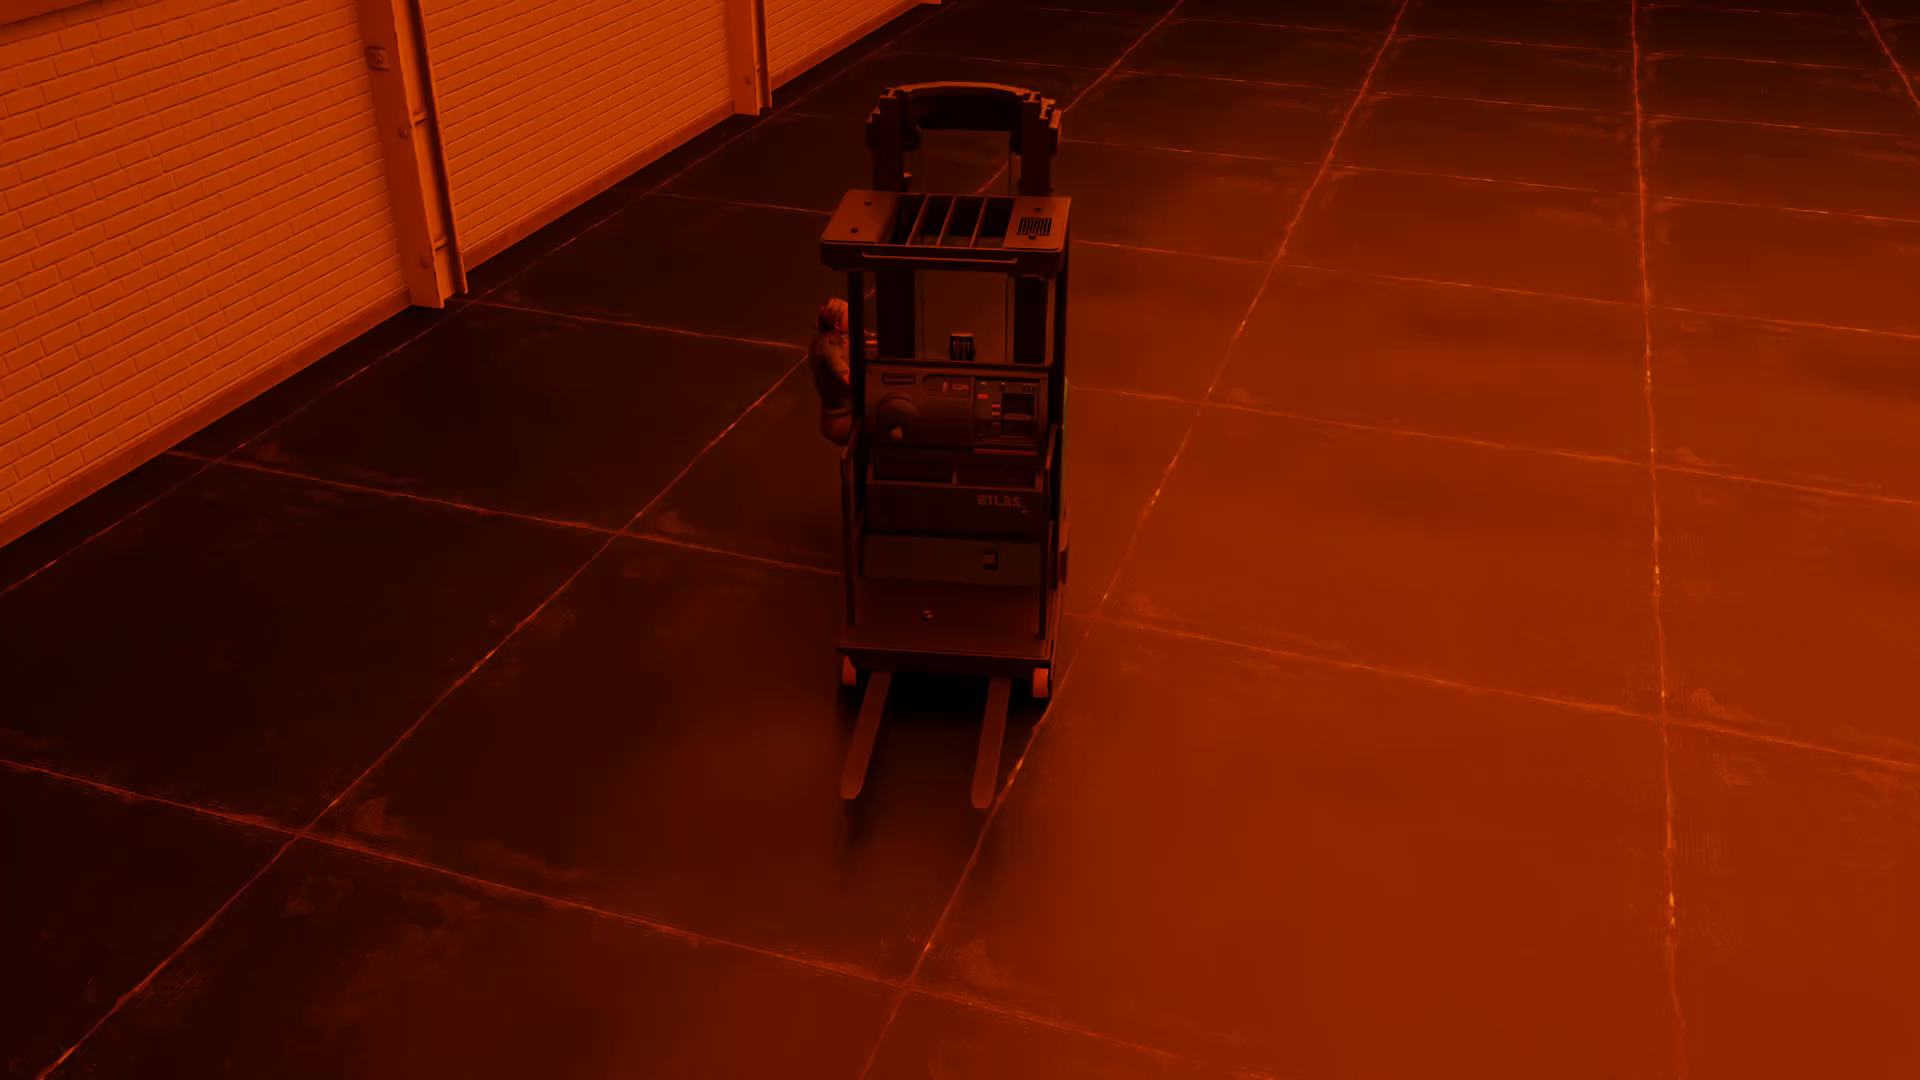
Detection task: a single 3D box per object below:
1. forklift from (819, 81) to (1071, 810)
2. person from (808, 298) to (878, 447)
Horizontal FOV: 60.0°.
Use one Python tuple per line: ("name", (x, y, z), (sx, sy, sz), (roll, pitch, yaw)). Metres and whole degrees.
("forklift", (-0.041, -0.627, 8.236), (1.130, 2.935, 3.031), (3, 30, 6))
("person", (-0.497, -0.809, 10.076), (0.798, 1.412, 0.886), (-13, 32, -21))
